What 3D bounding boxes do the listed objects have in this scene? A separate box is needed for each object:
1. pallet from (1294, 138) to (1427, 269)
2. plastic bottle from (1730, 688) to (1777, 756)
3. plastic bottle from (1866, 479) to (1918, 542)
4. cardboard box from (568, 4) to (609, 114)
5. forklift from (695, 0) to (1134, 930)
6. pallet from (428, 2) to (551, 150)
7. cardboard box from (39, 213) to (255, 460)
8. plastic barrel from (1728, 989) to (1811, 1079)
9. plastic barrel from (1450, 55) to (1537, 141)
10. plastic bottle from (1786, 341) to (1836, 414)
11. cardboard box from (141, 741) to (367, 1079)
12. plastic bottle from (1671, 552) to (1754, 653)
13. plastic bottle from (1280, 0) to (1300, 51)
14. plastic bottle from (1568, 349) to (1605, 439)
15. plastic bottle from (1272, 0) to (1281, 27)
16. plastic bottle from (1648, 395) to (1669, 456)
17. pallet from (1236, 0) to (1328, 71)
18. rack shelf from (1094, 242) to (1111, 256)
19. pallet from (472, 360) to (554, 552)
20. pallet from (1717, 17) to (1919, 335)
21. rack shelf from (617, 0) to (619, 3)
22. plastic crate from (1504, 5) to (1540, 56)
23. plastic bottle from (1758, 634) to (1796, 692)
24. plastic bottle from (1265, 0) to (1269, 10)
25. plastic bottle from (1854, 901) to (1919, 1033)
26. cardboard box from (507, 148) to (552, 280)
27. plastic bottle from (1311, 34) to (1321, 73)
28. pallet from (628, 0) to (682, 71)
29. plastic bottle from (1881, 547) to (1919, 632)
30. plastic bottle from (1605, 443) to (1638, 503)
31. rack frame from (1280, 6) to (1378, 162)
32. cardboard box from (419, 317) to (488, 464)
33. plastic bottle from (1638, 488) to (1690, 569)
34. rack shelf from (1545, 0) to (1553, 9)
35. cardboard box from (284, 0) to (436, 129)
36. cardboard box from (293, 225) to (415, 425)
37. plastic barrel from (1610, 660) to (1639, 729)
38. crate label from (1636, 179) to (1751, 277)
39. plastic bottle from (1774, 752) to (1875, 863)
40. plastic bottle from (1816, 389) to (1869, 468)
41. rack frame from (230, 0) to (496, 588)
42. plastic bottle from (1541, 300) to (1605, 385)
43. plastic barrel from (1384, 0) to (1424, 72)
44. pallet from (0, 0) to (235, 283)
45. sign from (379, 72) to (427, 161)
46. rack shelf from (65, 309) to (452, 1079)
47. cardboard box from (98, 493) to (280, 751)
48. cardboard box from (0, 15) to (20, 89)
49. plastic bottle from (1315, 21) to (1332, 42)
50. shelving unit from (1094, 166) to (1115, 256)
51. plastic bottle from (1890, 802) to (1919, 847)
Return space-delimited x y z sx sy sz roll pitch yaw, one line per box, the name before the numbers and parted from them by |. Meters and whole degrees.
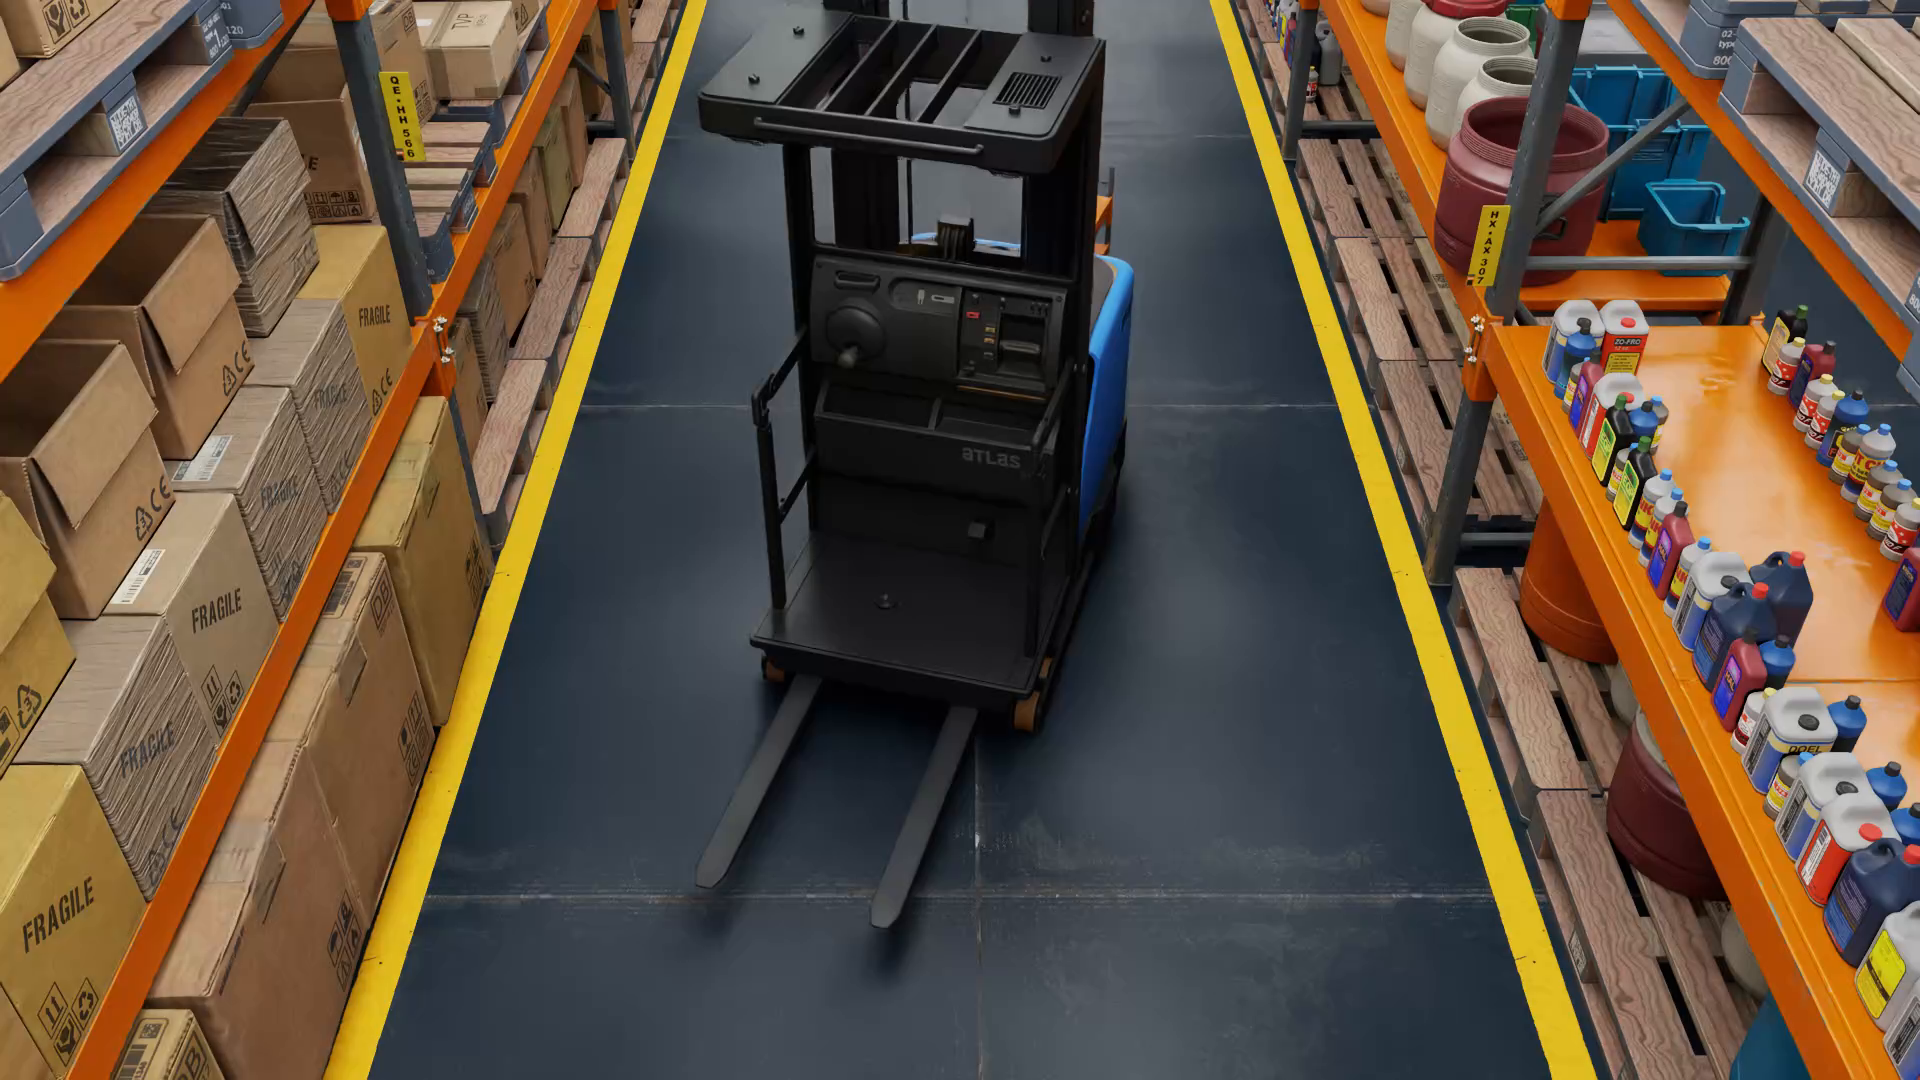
pallet | 2.508 -1.932 9.493 1.003 0.211 1.213 0 39 0
plastic bottle | 2.125 0.477 4.415 0.097 0.201 0.097 0 39 0
plastic bottle | 2.883 -0.098 5.133 0.097 0.201 0.097 0 39 0
cardboard box | -2.445 -2.947 10.191 0.500 0.500 0.500 -1 39 -1
forklift | -0.142 -0.689 5.766 1.130 2.935 3.031 10 40 12
pallet | -2.523 -2.170 7.712 1.003 0.211 1.213 0 39 0
cardboard box | -2.498 -0.572 4.683 0.797 0.503 0.637 1 39 1
plastic barrel | 2.493 1.363 4.493 0.600 0.901 0.708 0 39 0
plastic barrel | 2.258 -1.697 6.880 0.421 0.512 0.421 0 39 0
plastic bottle | 2.900 -0.568 5.653 0.061 0.283 0.133 0 39 0
cardboard box | -2.498 1.201 4.716 1.225 0.875 0.875 -1 39 -2
plastic bottle | 2.152 0.176 4.731 0.152 0.276 0.135 0 39 0
plastic bottle | 2.179 -3.374 10.828 0.144 0.351 0.185 0 39 0
plastic bottle | 2.105 -0.488 5.554 0.061 0.283 0.133 0 39 0
plastic bottle | 2.155 -3.582 11.152 0.097 0.271 0.097 0 39 0
plastic bottle | 2.275 -0.384 5.490 0.097 0.201 0.097 0 39 0
pallet | 2.505 -3.608 11.584 1.003 0.211 1.213 0 39 0
rack shelf | 0.491 -1.194 7.525 0.258 0.148 0.480 13 40 15
pallet | -2.480 -0.407 7.589 1.003 0.211 1.213 0 39 0
pallet | 2.375 -0.805 3.608 1.003 0.211 1.213 0 39 0
rack shelf | -2.487 -4.478 11.015 1.077 0.370 4.000 0 39 0
plastic crate | 2.752 -2.340 7.941 0.450 0.188 0.662 0 39 0
plastic bottle | 2.185 0.366 4.497 0.097 0.271 0.097 0 39 0
plastic bottle | 2.154 -3.772 11.388 0.097 0.271 0.097 0 39 0
plastic bottle | 2.149 0.936 3.723 0.144 0.351 0.185 0 39 0
cardboard box | -2.523 -1.672 8.585 0.700 0.500 0.500 -3 39 -4
plastic bottle | 2.179 -3.052 10.426 0.144 0.351 0.185 -1 39 -1
pallet | -2.525 -3.605 11.579 1.003 0.211 1.213 0 39 0
plastic bottle | 2.757 0.118 4.797 0.061 0.283 0.133 0 39 0
plastic bottle | 2.123 -0.217 5.280 0.097 0.201 0.097 0 39 0
rack frame | 2.468 -3.512 9.233 1.000 3.000 0.127 0 39 0
cardboard box | -2.501 -0.622 7.274 0.700 0.500 0.500 -2 39 -2
plastic bottle | 2.124 -0.039 5.003 0.097 0.271 0.097 0 39 0
rack shelf | 2.470 -3.151 6.960 1.077 0.370 4.000 0 39 0
cardboard box | -2.621 -1.896 6.802 0.700 0.500 0.500 5 39 7
cardboard box | -2.232 -0.737 5.691 0.500 0.500 0.500 1 39 1
plastic barrel | 2.580 0.456 5.936 0.421 0.512 0.421 0 39 0
crate label | 2.847 -1.209 6.493 0.303 0.233 0.416 0 39 0
plastic bottle | 2.153 0.665 4.120 0.152 0.276 0.135 0 39 0
plastic bottle | 2.882 -0.369 5.415 0.097 0.271 0.097 0 39 0
rack frame | -2.480 -1.007 6.107 1.000 3.000 0.127 0 39 0
plastic bottle | 2.150 -0.691 5.813 0.152 0.276 0.135 0 39 0
plastic barrel | 2.251 -2.507 7.872 0.433 0.535 0.433 0 39 0
pallet | -2.422 -1.002 3.853 1.003 0.211 1.213 2 39 2
sign | -1.925 -1.461 5.748 0.100 0.325 0.005 0 39 0
rack shelf | -2.478 0.525 4.772 1.077 0.370 4.000 0 39 0
cardboard box | -2.234 0.217 4.500 0.500 0.500 0.500 1 39 1
cardboard box | -2.456 -1.104 3.412 0.797 0.503 0.637 -1 39 -1
plastic bottle | 2.327 -3.159 10.619 0.152 0.276 0.135 0 39 0
shelving unit | 0.491 -1.071 7.622 0.258 1.200 0.503 13 40 15
plastic bottle | 2.277 0.740 4.031 0.097 0.271 0.097 0 39 0
